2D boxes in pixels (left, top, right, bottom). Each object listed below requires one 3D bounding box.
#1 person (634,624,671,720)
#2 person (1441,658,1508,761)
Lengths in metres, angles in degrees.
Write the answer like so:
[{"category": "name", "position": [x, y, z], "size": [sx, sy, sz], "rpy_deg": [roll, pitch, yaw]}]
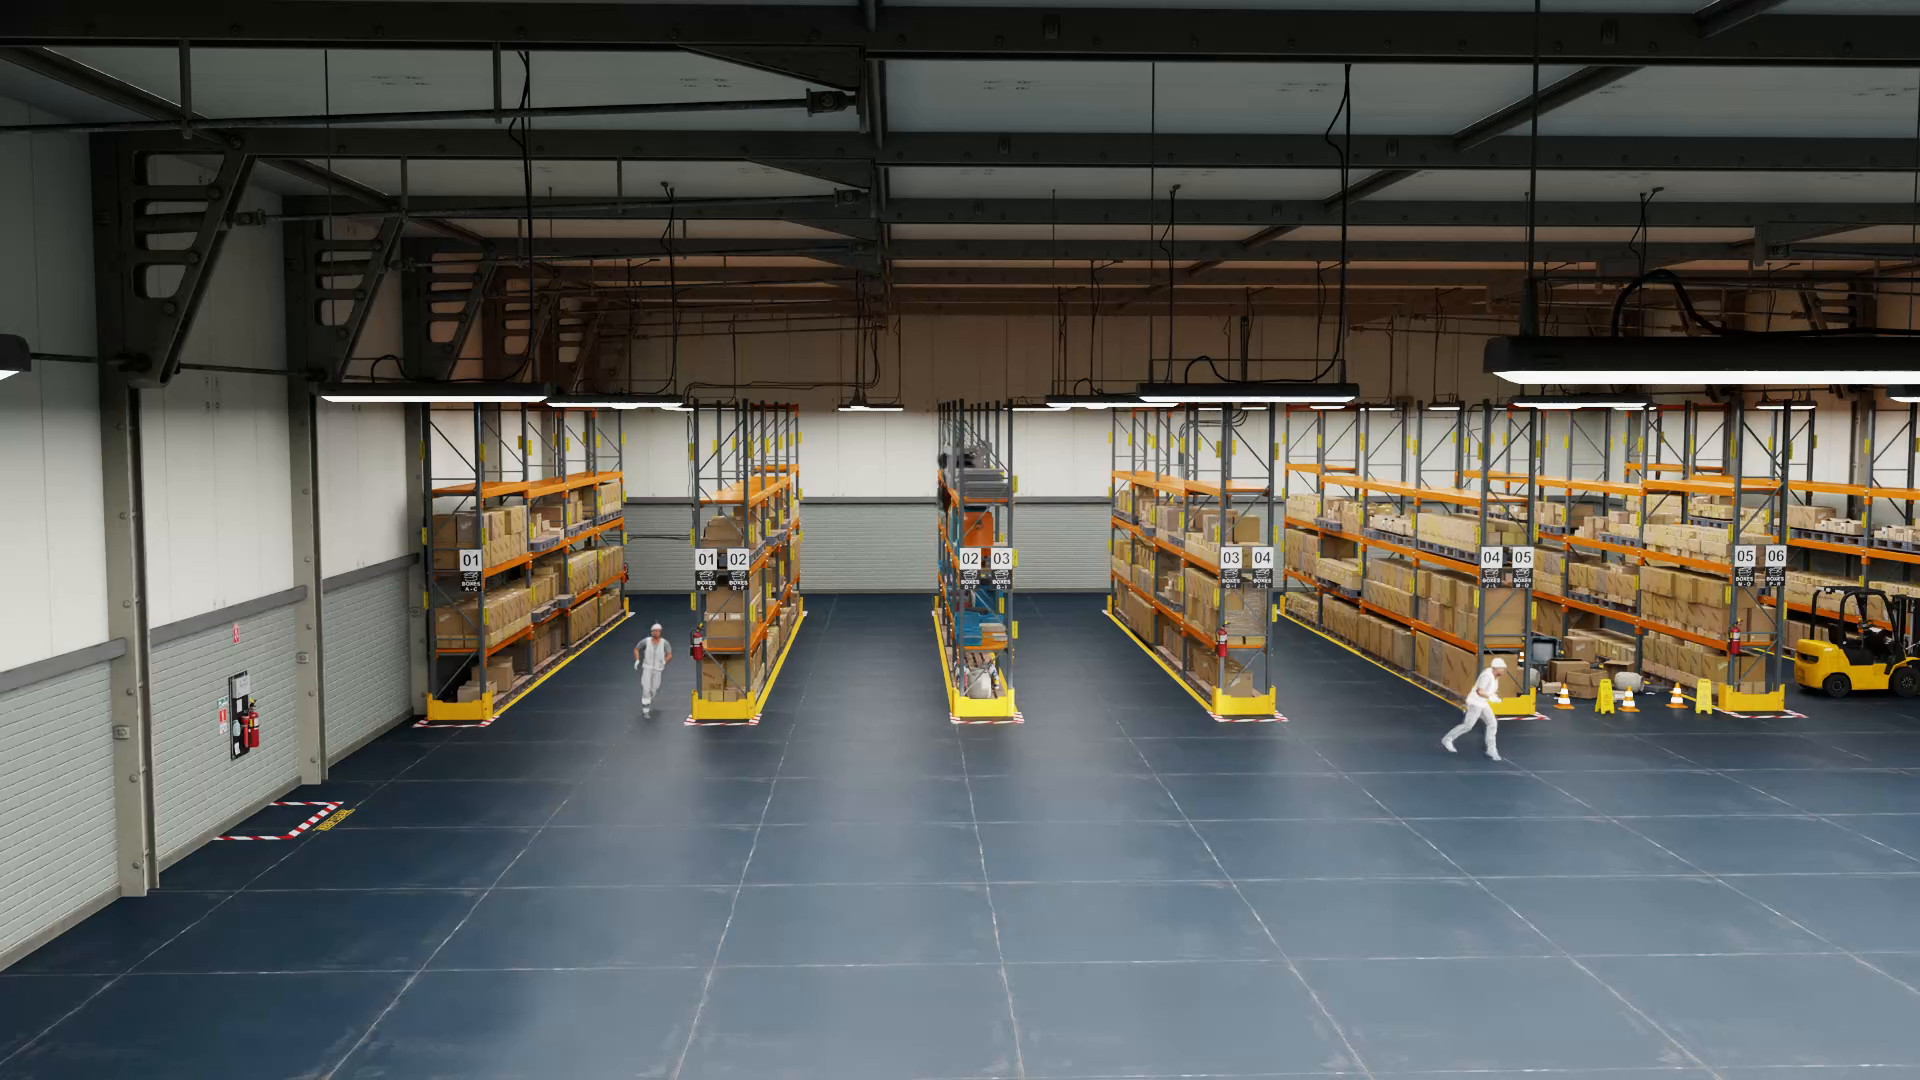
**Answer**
[{"category": "person", "position": [-5.824, 2.473, 31.532], "size": [0.711, 1.783, 0.808], "rpy_deg": [-1, 5, -17]}, {"category": "person", "position": [8.565, 2.796, 27.688], "size": [1.054, 1.729, 0.728], "rpy_deg": [2, 5, 29]}]
